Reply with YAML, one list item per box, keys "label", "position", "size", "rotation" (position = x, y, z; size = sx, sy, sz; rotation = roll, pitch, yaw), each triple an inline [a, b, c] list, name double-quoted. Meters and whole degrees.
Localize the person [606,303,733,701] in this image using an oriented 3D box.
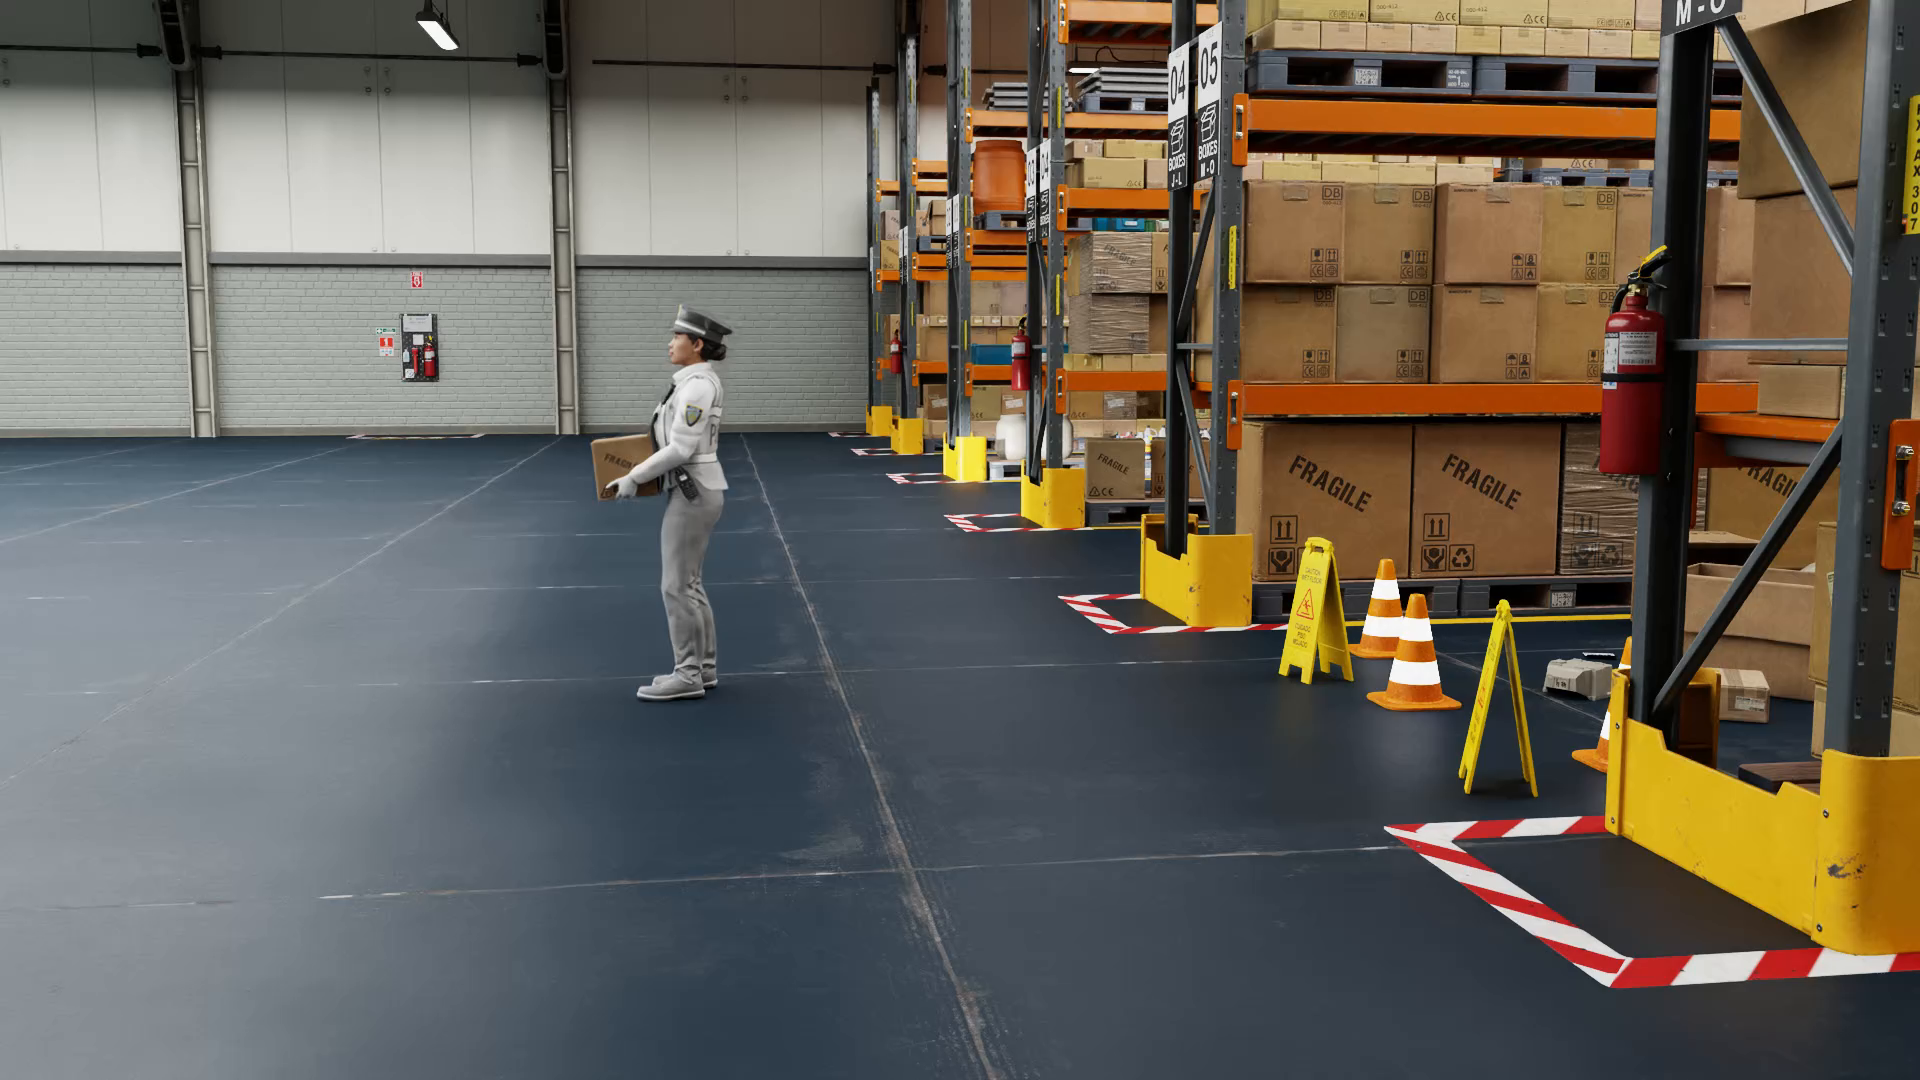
- label: "person"
  position: [-1.237, -0.167, 7.147]
  size: [0.540, 1.691, 0.474]
  rotation: [-1, 7, -9]
